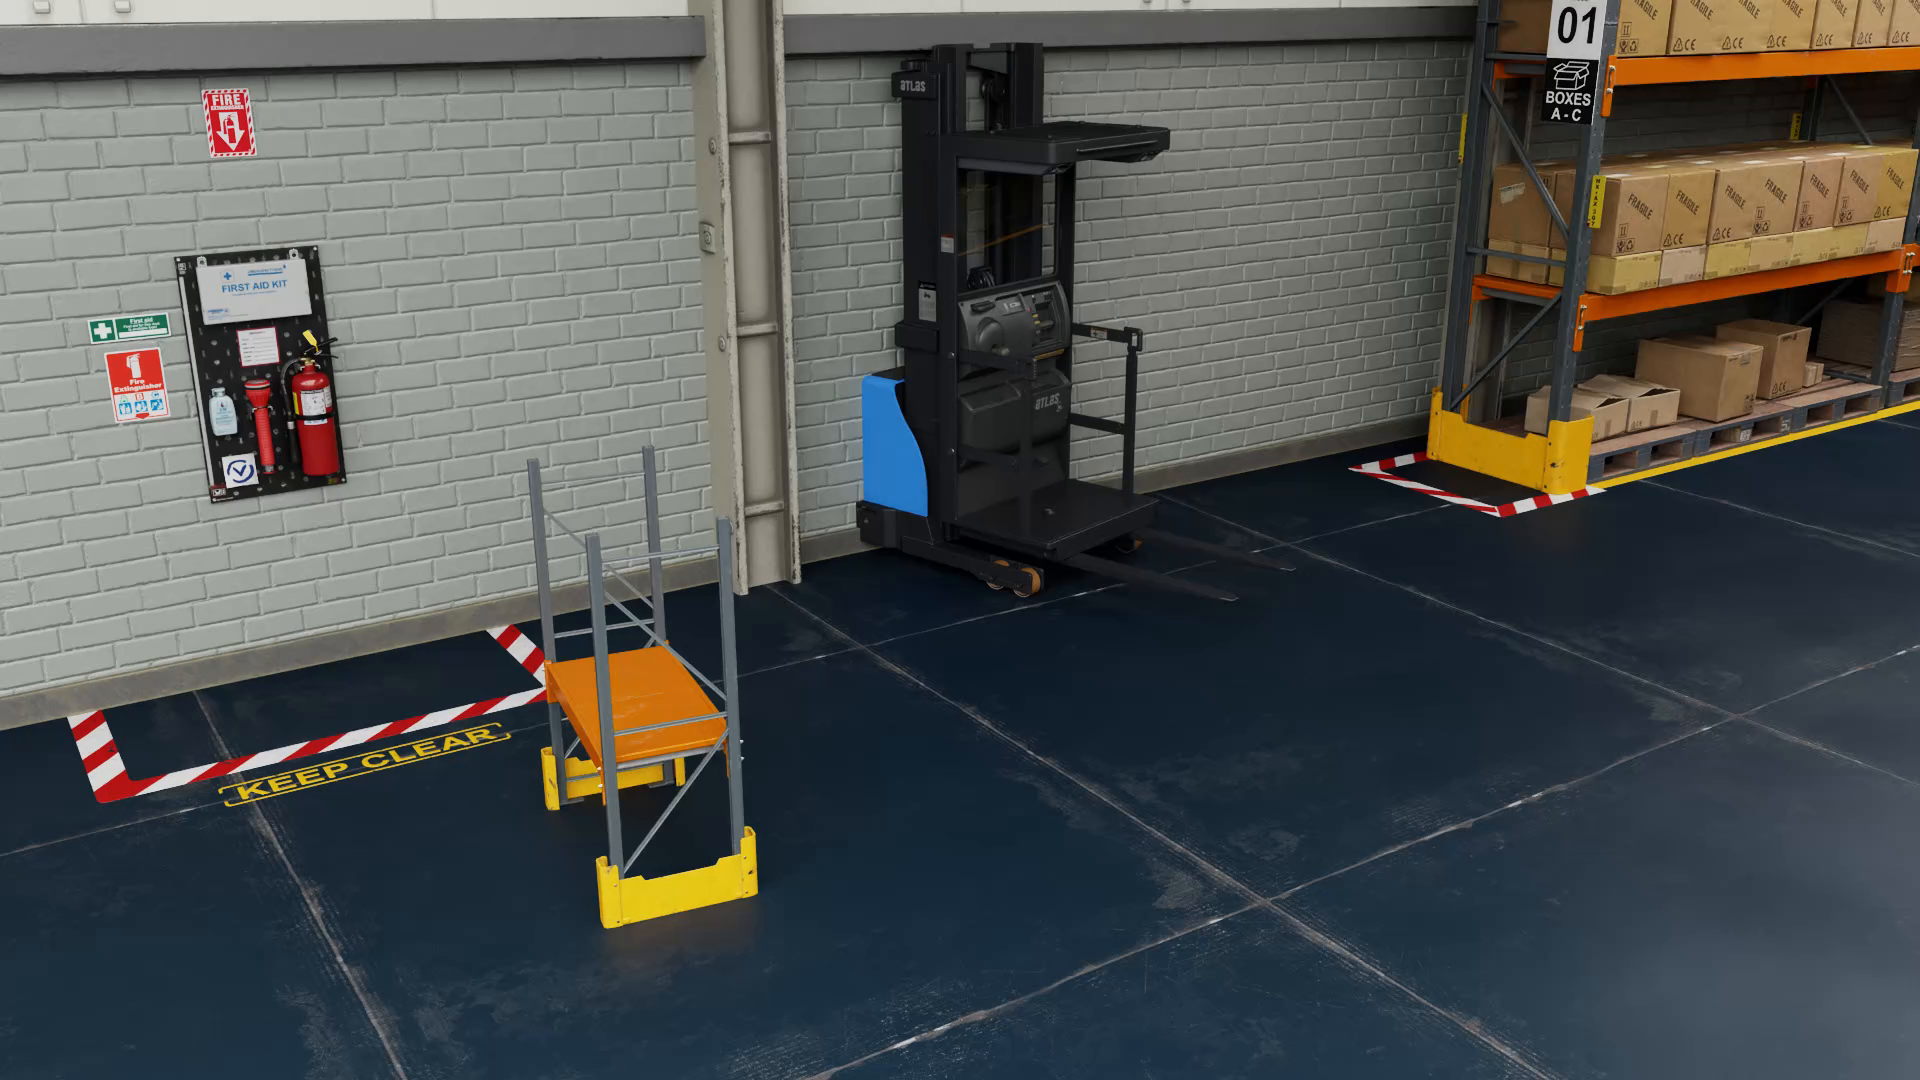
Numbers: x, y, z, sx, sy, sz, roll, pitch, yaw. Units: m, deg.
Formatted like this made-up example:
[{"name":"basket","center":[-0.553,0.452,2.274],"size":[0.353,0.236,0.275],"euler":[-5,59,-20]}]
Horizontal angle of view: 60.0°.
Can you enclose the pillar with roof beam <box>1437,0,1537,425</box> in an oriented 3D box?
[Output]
[{"name":"pillar with roof beam","center":[6.224,-3.933,7.827],"size":[0.400,9.000,9.100],"euler":[-12,22,-31]}]

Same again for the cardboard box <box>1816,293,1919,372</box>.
[{"name":"cardboard box","center":[7.694,-1.751,13.956],"size":[0.500,0.500,0.700],"euler":[-11,22,-30]}]

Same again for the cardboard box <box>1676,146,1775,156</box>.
[{"name":"cardboard box","center":[5.728,-2.683,12.528],"size":[0.500,0.500,0.500],"euler":[-11,22,-30]}]

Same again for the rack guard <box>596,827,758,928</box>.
[{"name":"rack guard","center":[-1.043,1.248,6.164],"size":[0.587,0.250,0.087],"euler":[-8,20,-23]}]

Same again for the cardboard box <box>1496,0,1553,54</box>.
[{"name":"cardboard box","center":[3.957,-3.507,11.063],"size":[0.500,0.500,0.500],"euler":[-10,21,-28]}]

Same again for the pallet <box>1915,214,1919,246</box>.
[{"name":"pallet","center":[7.807,-2.597,13.543],"size":[1.213,0.211,1.003],"euler":[-12,22,-31]}]

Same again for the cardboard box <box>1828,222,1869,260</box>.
[{"name":"cardboard box","center":[6.439,-2.281,12.510],"size":[0.500,0.250,0.500],"euler":[-12,22,-31]}]

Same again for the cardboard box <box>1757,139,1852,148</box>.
[{"name":"cardboard box","center":[6.581,-2.859,13.050],"size":[0.500,0.500,0.500],"euler":[-13,22,-33]}]

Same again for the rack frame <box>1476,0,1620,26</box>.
[{"name":"rack frame","center":[3.748,-4.730,10.184],"size":[0.127,3.000,1.000],"euler":[-12,22,-31]}]

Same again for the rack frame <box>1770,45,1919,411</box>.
[{"name":"rack frame","center":[7.088,-2.592,13.229],"size":[0.127,3.000,1.000],"euler":[-12,22,-31]}]

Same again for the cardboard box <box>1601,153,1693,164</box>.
[{"name":"cardboard box","center":[4.880,-2.500,11.987],"size":[0.500,0.500,0.500],"euler":[-13,22,-33]}]

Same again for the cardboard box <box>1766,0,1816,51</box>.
[{"name":"cardboard box","center":[5.500,-3.635,11.443],"size":[0.500,0.500,0.500],"euler":[-10,21,-28]}]

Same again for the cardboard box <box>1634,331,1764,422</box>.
[{"name":"cardboard box","center":[5.491,-1.226,12.404],"size":[0.500,0.500,0.700],"euler":[-14,23,-35]}]

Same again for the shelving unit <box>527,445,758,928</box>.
[{"name":"shelving unit","center":[-1.251,0.511,6.393],"size":[0.587,1.500,1.083],"euler":[-8,20,-23]}]

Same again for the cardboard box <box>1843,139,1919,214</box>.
[{"name":"cardboard box","center":[7.532,-2.929,13.381],"size":[0.500,0.500,0.700],"euler":[-12,22,-31]}]

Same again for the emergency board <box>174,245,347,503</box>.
[{"name":"emergency board","center":[-3.239,-0.761,7.811],"size":[0.643,1.169,0.194],"euler":[-12,22,-31]}]

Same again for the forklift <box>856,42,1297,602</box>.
[{"name":"forklift","center":[0.478,-1.258,9.390],"size":[3.031,2.935,1.130],"euler":[15,24,38]}]

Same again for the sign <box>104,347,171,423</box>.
[{"name":"sign","center":[-3.758,-0.708,7.599],"size":[0.234,0.329,0.001],"euler":[-12,22,-31]}]

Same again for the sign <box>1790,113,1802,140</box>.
[{"name":"sign","center":[6.780,-3.289,13.481],"size":[0.005,0.325,0.100],"euler":[-12,22,-31]}]

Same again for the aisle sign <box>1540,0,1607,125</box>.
[{"name":"aisle sign","center":[3.853,-3.026,10.454],"size":[0.004,0.787,0.394],"euler":[-12,22,-31]}]

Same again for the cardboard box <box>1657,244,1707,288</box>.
[{"name":"cardboard box","center":[4.756,-1.922,11.451],"size":[0.500,0.250,0.500],"euler":[-13,22,-33]}]

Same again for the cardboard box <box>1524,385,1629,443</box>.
[{"name":"cardboard box","center":[4.375,-0.920,11.794],"size":[0.500,0.311,0.500],"euler":[-15,24,-37]}]

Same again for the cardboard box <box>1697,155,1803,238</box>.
[{"name":"cardboard box","center":[5.590,-2.453,11.849],"size":[0.500,0.500,0.500],"euler":[-11,22,-30]}]

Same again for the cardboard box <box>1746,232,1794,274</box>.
[{"name":"cardboard box","center":[5.608,-2.099,11.973],"size":[0.500,0.250,0.500],"euler":[-12,22,-31]}]

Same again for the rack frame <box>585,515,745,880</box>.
[{"name":"rack frame","center":[-1.035,0.661,5.947],"size":[0.500,1.500,0.032],"euler":[-8,20,-23]}]

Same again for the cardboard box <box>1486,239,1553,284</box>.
[{"name":"cardboard box","center":[4.032,-1.960,11.563],"size":[0.500,0.250,0.500],"euler":[-12,22,-31]}]

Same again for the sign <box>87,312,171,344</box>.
[{"name":"sign","center":[-3.749,-0.957,7.509],"size":[0.331,0.109,0.001],"euler":[-12,22,-31]}]

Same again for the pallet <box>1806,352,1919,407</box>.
[{"name":"pallet","center":[7.738,-1.409,14.083],"size":[1.213,0.211,1.003],"euler":[-12,22,-31]}]

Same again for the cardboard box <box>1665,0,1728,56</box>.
[{"name":"cardboard box","center":[4.633,-3.443,10.873],"size":[0.500,0.500,0.500],"euler":[-10,21,-28]}]

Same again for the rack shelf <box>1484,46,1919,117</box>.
[{"name":"rack shelf","center":[5.418,-3.320,11.822],"size":[4.000,0.370,1.077],"euler":[-12,22,-31]}]

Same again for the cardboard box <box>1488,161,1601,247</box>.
[{"name":"cardboard box","center":[4.025,-2.321,11.460],"size":[0.500,0.500,0.500],"euler":[-12,22,-32]}]

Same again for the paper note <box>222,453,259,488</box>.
[{"name":"paper note","center":[-3.425,-0.330,7.914],"size":[0.142,0.148,0.016],"euler":[-12,22,-31]}]

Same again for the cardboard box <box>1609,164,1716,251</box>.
[{"name":"cardboard box","center":[4.730,-2.270,11.306],"size":[0.500,0.500,0.500],"euler":[-12,22,-31]}]

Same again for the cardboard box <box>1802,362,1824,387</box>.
[{"name":"cardboard box","center":[6.658,-1.356,13.310],"size":[0.250,0.166,0.380],"euler":[-16,24,-38]}]

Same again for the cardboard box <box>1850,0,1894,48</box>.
[{"name":"cardboard box","center":[6.373,-3.829,12.017],"size":[0.500,0.500,0.500],"euler":[-14,23,-36]}]

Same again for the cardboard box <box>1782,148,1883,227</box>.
[{"name":"cardboard box","center":[6.450,-2.631,12.374],"size":[0.500,0.500,0.500],"euler":[-12,22,-32]}]
